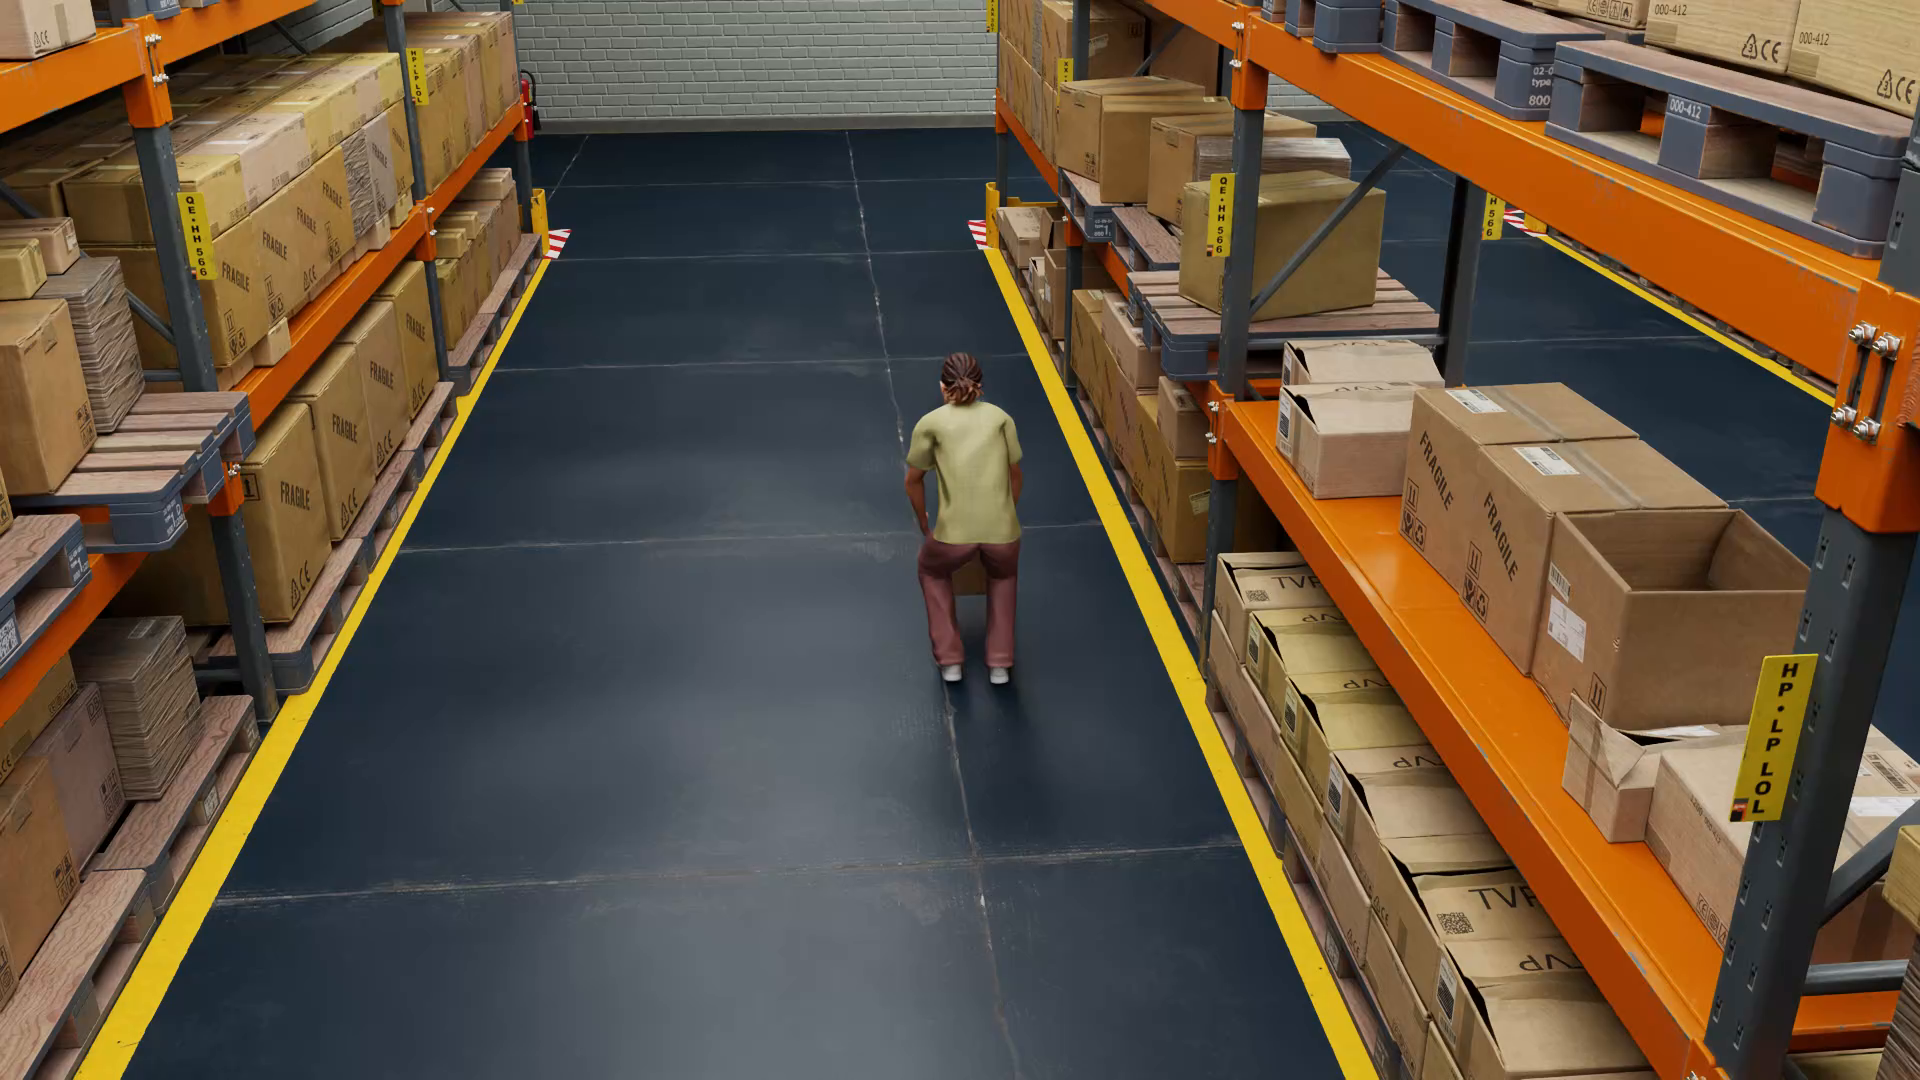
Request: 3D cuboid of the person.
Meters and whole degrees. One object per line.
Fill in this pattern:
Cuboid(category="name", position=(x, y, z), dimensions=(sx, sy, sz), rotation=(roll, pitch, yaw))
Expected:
Cuboid(category="person", position=(0.022, -0.072, 7.125), dimensions=(0.510, 1.391, 0.634), rotation=(-2, 24, -4))
